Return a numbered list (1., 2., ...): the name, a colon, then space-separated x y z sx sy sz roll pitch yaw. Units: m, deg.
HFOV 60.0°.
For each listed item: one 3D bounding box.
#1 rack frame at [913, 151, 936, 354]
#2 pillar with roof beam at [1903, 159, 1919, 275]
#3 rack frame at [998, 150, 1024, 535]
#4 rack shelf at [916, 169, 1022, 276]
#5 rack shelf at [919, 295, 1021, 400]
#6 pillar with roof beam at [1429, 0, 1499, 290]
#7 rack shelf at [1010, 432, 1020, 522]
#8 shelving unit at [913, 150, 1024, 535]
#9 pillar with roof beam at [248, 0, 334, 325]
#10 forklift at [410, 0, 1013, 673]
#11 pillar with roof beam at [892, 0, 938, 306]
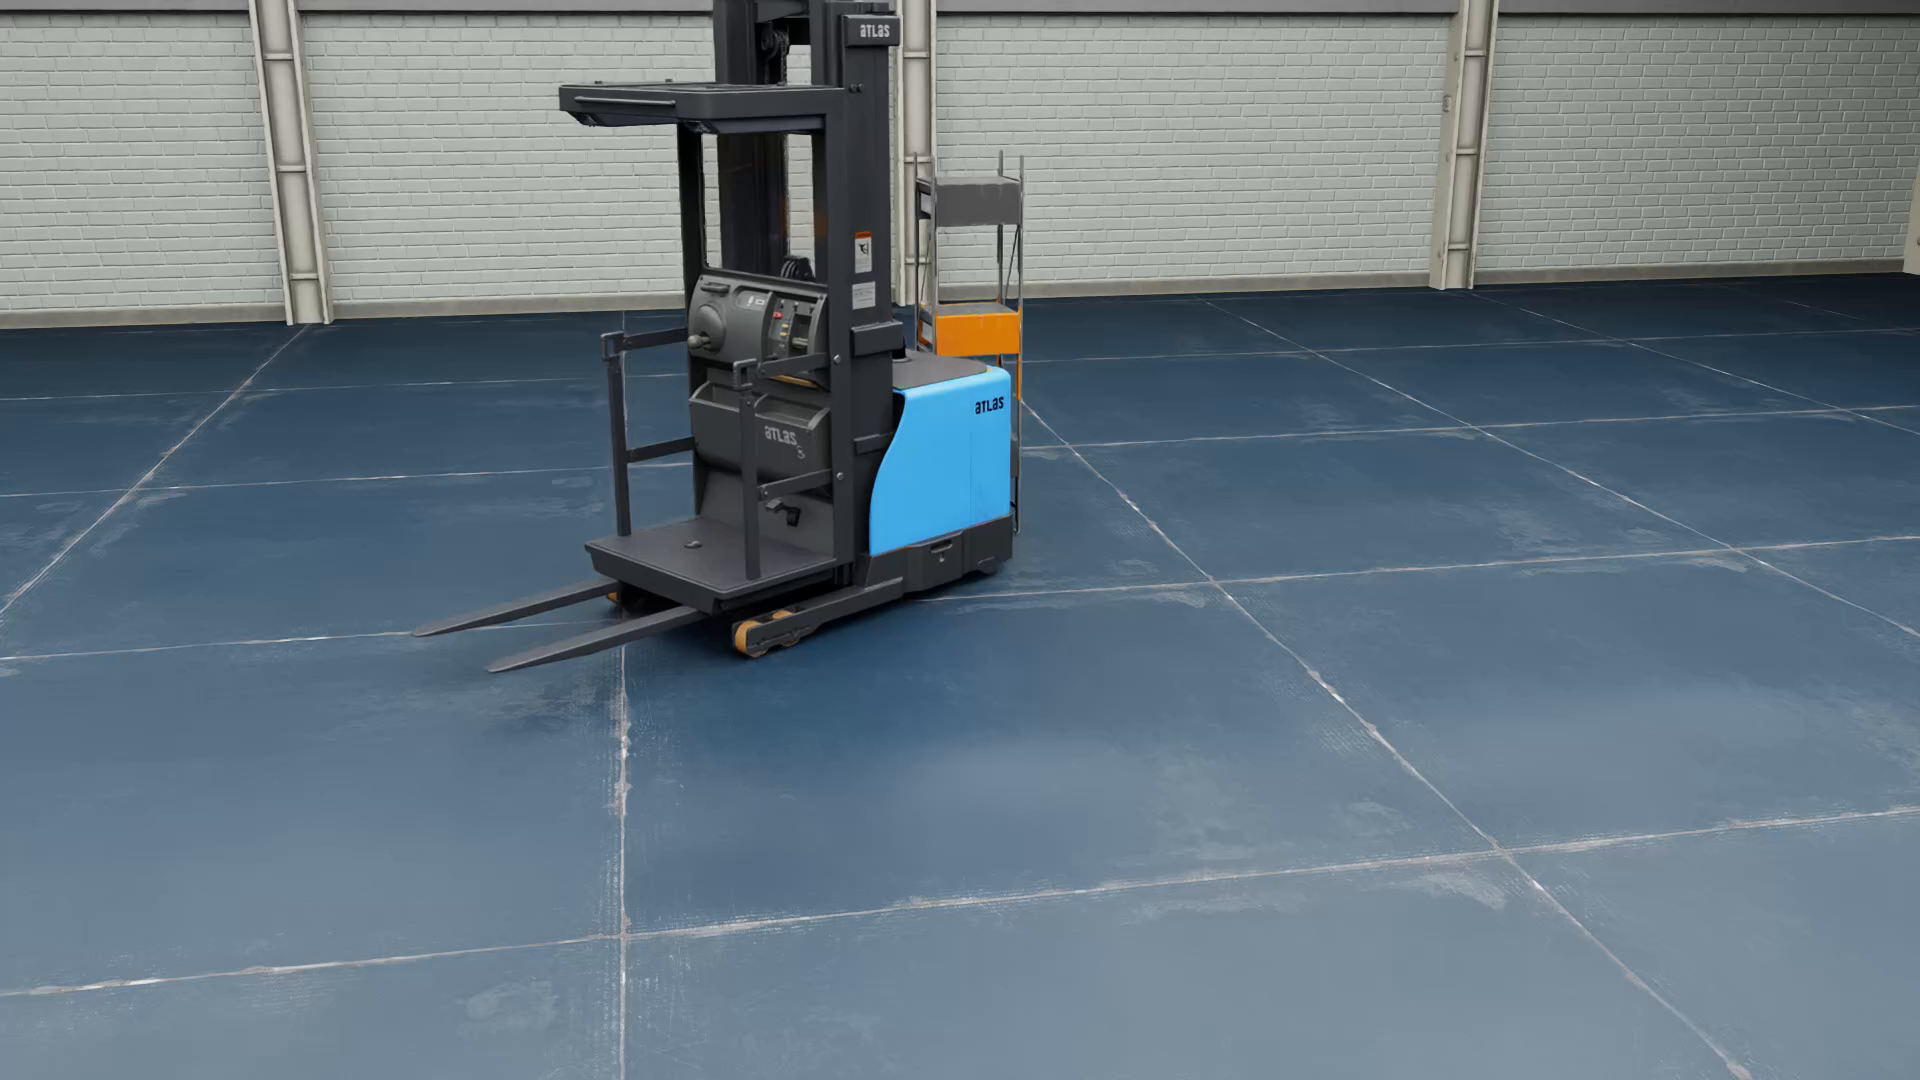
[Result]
1. rack frame: -0.191 -1.051 9.157 0.015 2.100 0.400 -5 18 -16
2. pillar with roof beam: 12.144 -6.197 14.163 0.400 9.000 9.100 -3 17 -10
3. rack frame: 0.278 -1.091 9.287 0.015 2.100 0.400 -5 18 -16
4. rack shelf: 0.043 -1.727 9.021 0.480 0.518 0.431 -5 18 -16
5. rack shelf: 0.043 -1.058 9.226 0.480 0.518 0.431 -5 18 -16
6. pillar with roof beam: 6.253 -5.863 13.075 0.400 9.000 9.100 -3 17 -10
7. rack shelf: 0.043 -0.389 9.432 0.480 0.518 0.431 -5 18 -16
8. shelving unit: 0.043 -1.071 9.222 0.503 2.100 0.431 -5 18 -16
9. pillar with roof beam: -5.529 -5.195 10.899 0.400 9.000 9.100 -3 17 -10
10. forklift: -1.107 -1.036 7.693 1.130 2.935 3.031 16 23 41
11. pillar with roof beam: 0.362 -5.529 11.987 0.400 9.000 9.100 -3 17 -10
